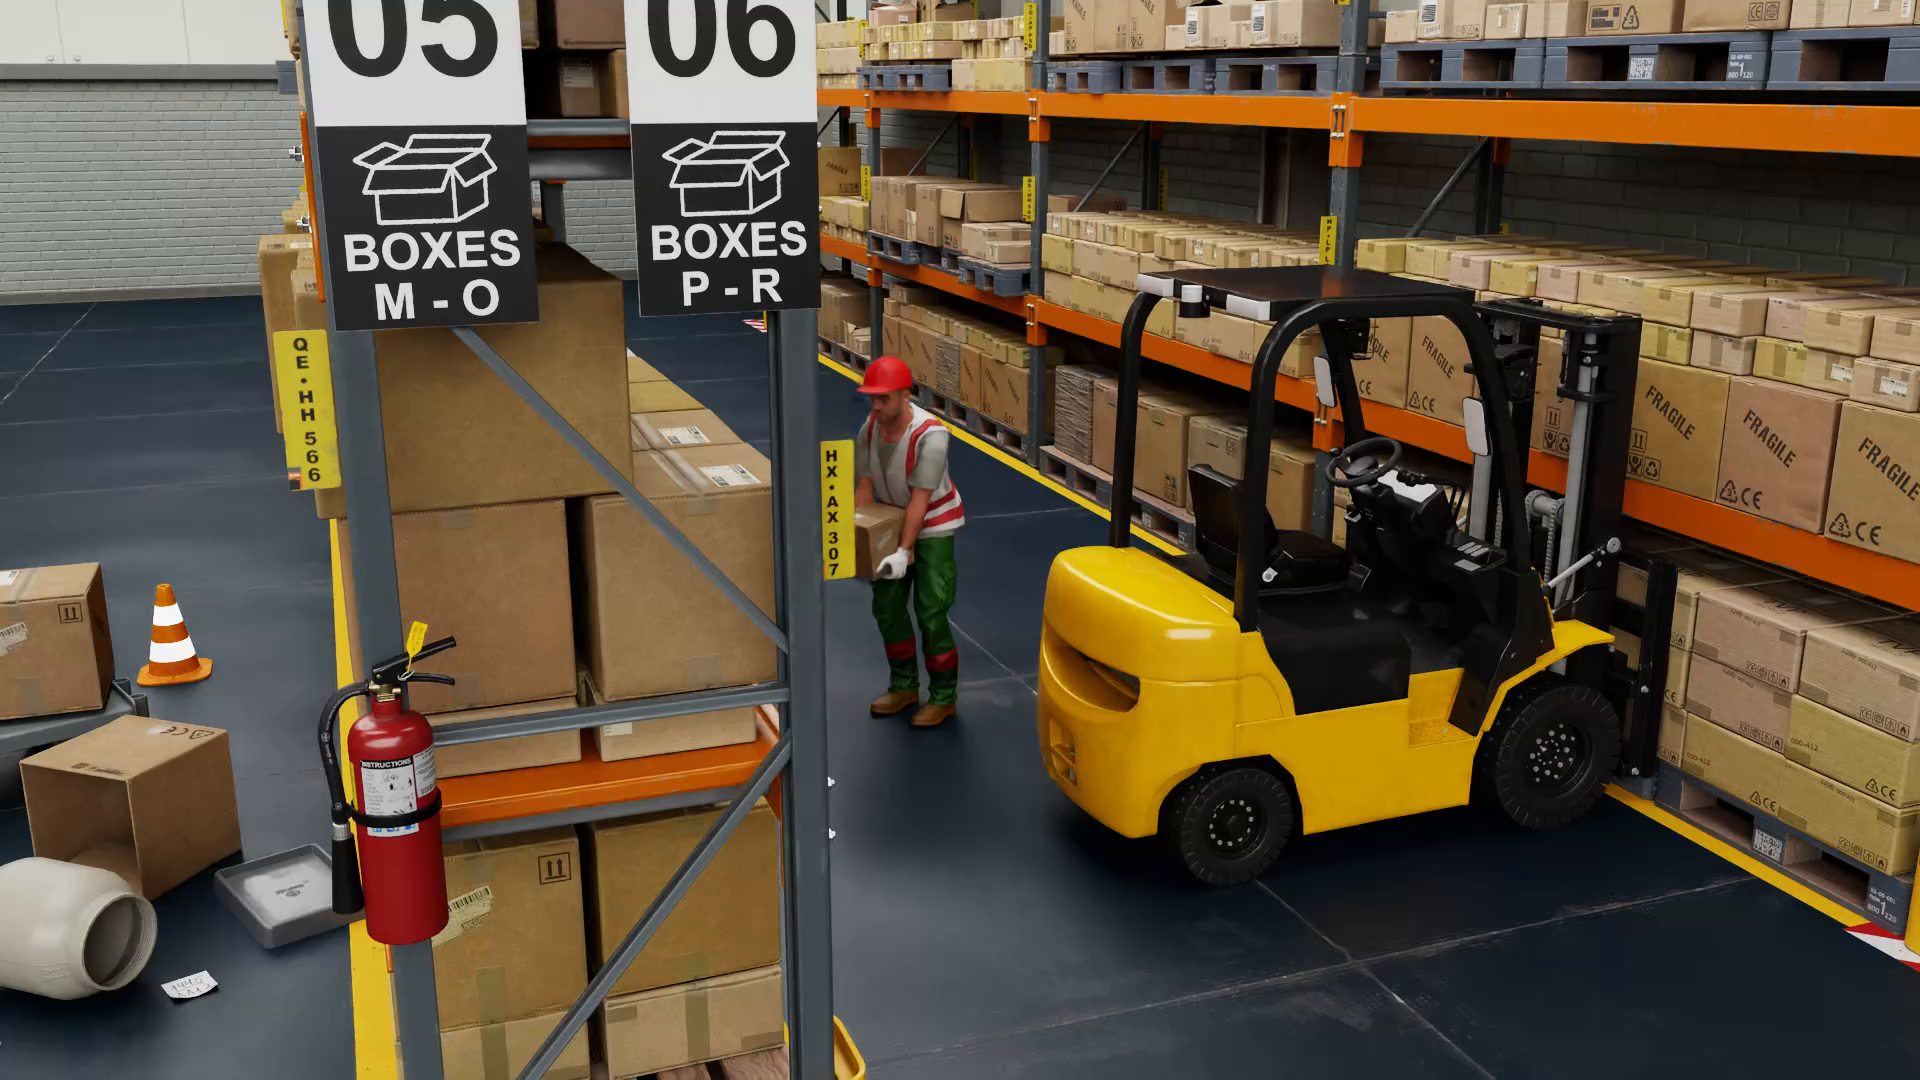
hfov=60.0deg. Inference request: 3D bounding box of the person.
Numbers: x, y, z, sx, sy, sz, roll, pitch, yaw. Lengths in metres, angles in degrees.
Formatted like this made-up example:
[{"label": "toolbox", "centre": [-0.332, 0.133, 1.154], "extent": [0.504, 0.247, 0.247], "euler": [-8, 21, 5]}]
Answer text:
[{"label": "person", "centre": [-0.257, 0.008, 7.564], "extent": [0.496, 1.727, 0.610], "euler": [12, 20, 37]}]
